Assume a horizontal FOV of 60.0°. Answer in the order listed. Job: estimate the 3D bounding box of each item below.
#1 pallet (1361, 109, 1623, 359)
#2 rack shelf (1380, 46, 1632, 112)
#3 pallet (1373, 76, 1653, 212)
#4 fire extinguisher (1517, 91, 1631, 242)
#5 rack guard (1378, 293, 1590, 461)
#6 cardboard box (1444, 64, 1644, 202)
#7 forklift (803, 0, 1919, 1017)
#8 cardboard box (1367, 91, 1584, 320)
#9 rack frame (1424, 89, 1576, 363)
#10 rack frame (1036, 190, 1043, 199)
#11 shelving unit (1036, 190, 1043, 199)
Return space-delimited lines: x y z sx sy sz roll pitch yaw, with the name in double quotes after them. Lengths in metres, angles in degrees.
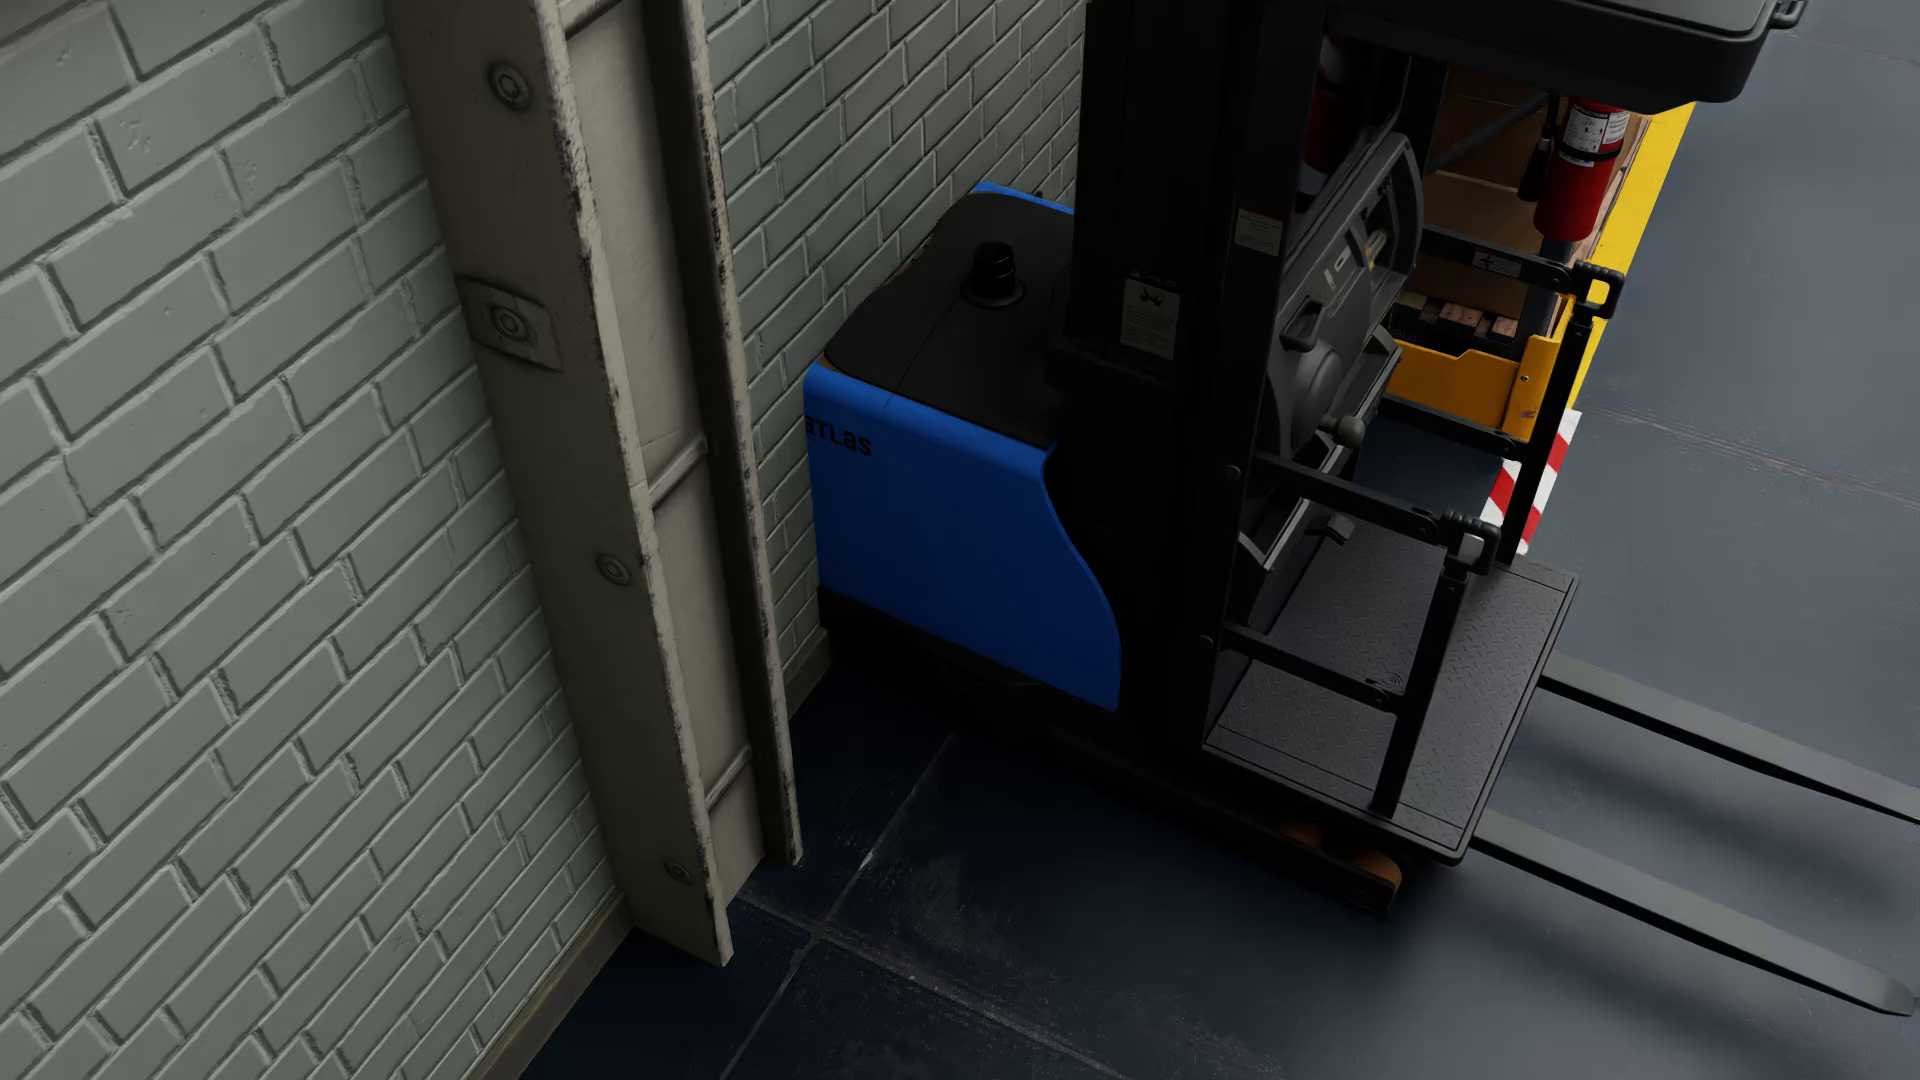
1.813 -1.122 6.211 1.003 0.211 1.213 20 49 19 "pallet"
2.337 -2.559 6.176 1.077 0.370 4.000 20 49 19 "rack shelf"
2.380 -1.888 6.968 1.003 0.211 1.213 20 49 19 "pallet"
1.749 -1.149 4.593 0.296 0.674 0.183 20 49 19 "fire extinguisher"
1.444 -0.722 5.612 1.175 0.500 0.348 20 49 19 "rack guard"
2.207 -1.701 6.284 0.700 0.500 0.500 22 49 21 "cardboard box"
1.055 -0.512 3.695 3.031 2.935 1.130 22 49 20 "forklift"
1.776 -1.176 5.764 0.797 0.503 0.637 19 48 18 "cardboard box"
1.408 -1.552 4.675 1.000 3.000 0.127 20 49 19 "rack frame"
0.341 -0.706 5.315 0.240 0.900 0.006 17 48 16 "rack frame"
0.300 -0.640 5.249 0.258 0.900 0.210 17 48 16 "shelving unit"
